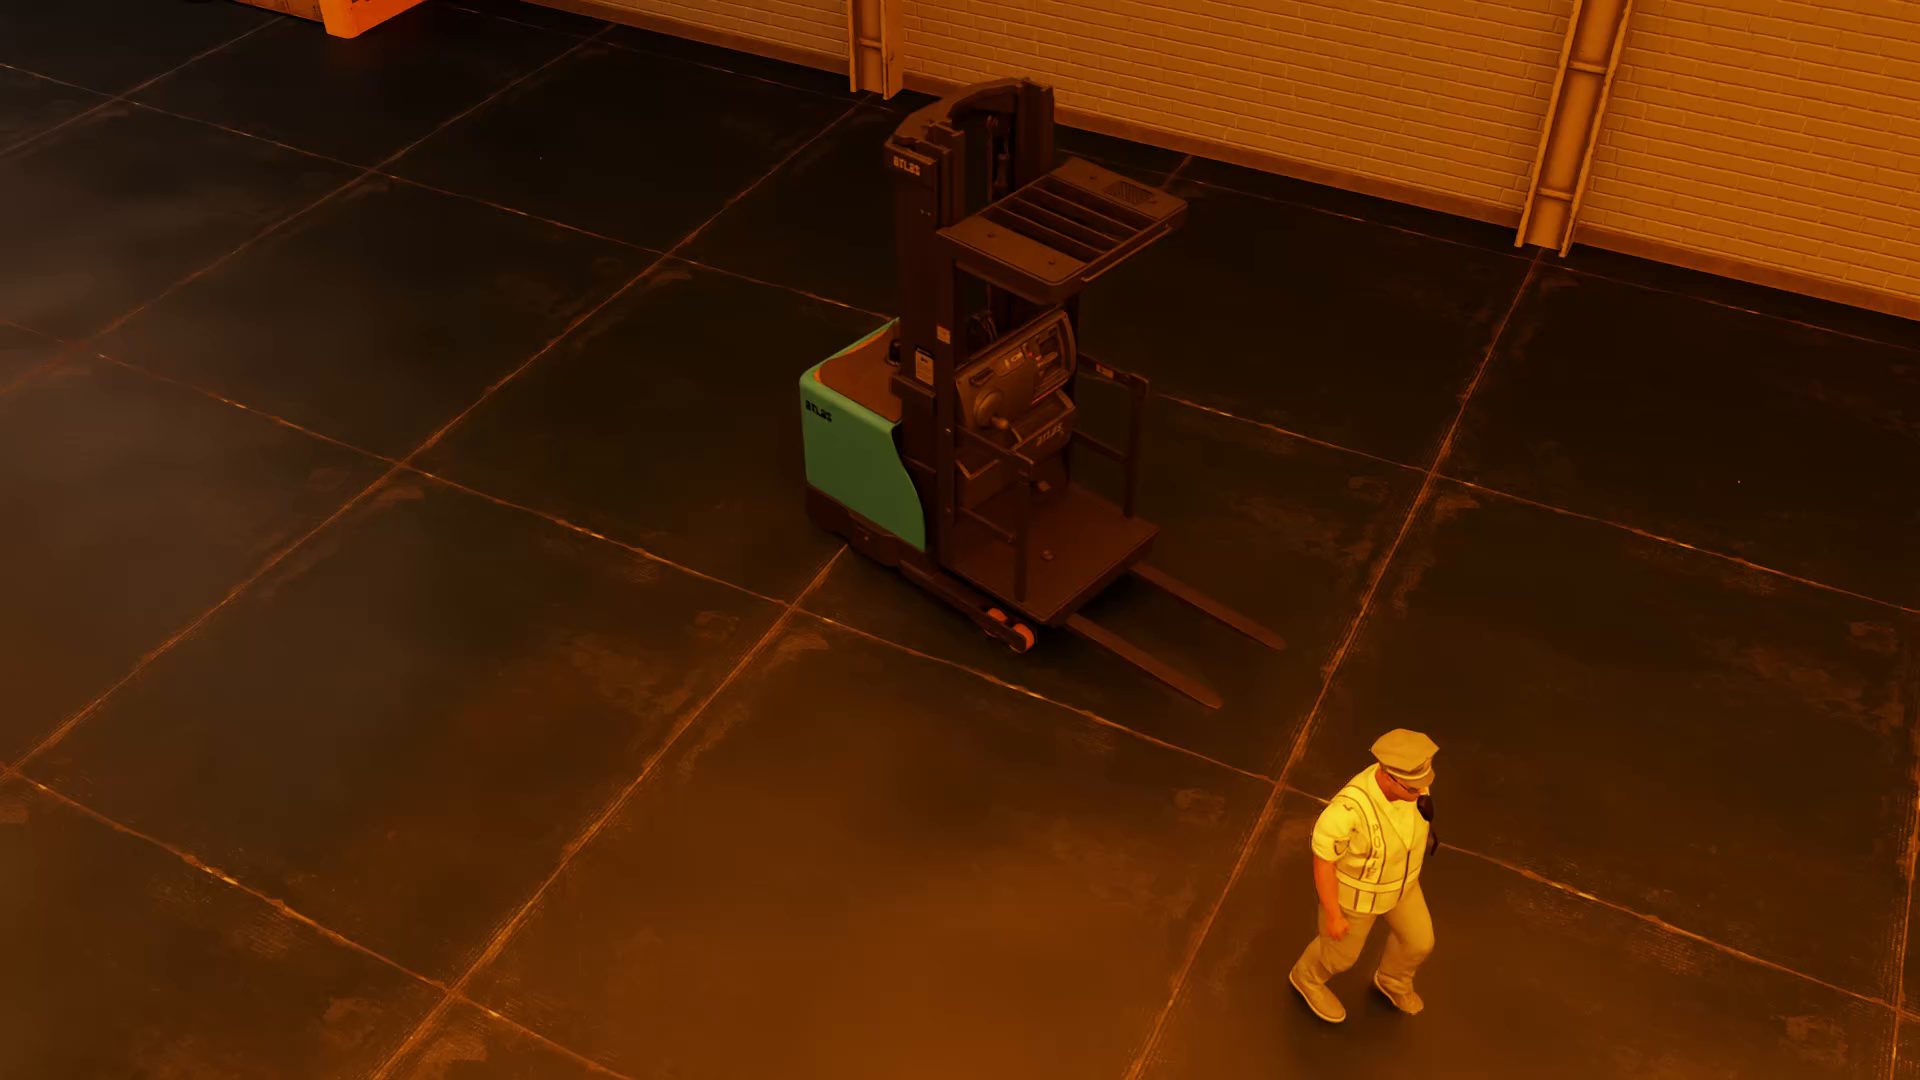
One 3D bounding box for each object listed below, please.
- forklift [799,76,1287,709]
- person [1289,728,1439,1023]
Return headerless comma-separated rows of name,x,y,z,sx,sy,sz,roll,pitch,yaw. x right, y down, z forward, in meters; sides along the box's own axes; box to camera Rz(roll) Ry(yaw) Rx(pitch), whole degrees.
forklift,0.469,-0.862,9.010,3.031,2.935,1.130,30,49,31
person,1.794,1.517,7.174,0.633,1.813,0.534,-24,45,-25
